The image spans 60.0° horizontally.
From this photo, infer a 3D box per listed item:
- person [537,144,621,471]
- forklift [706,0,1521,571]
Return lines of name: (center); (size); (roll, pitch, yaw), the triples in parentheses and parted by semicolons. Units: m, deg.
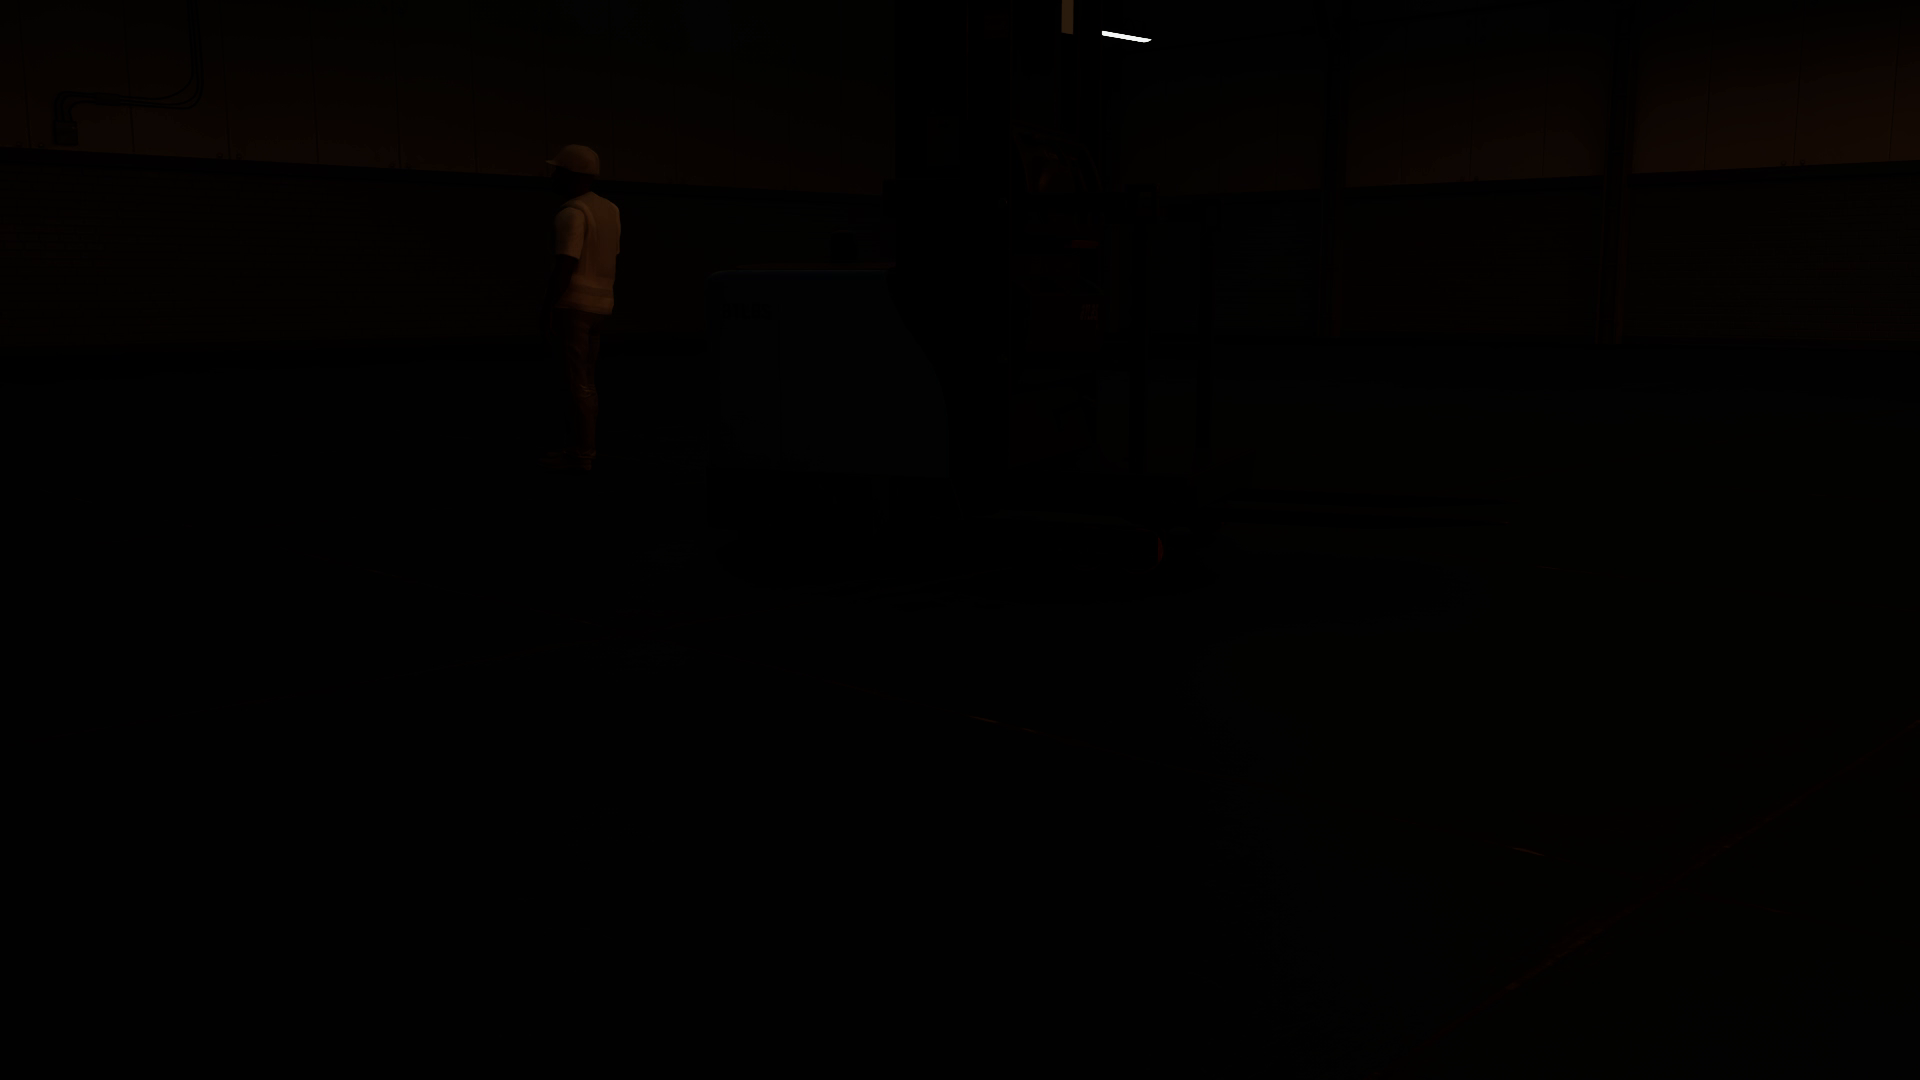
person: (-2.171, -1.266, 9.143); (0.575, 1.767, 0.665); (2, 9, 13)
forklift: (0.565, -1.416, 6.275); (3.031, 2.935, 1.130); (3, 9, 22)
